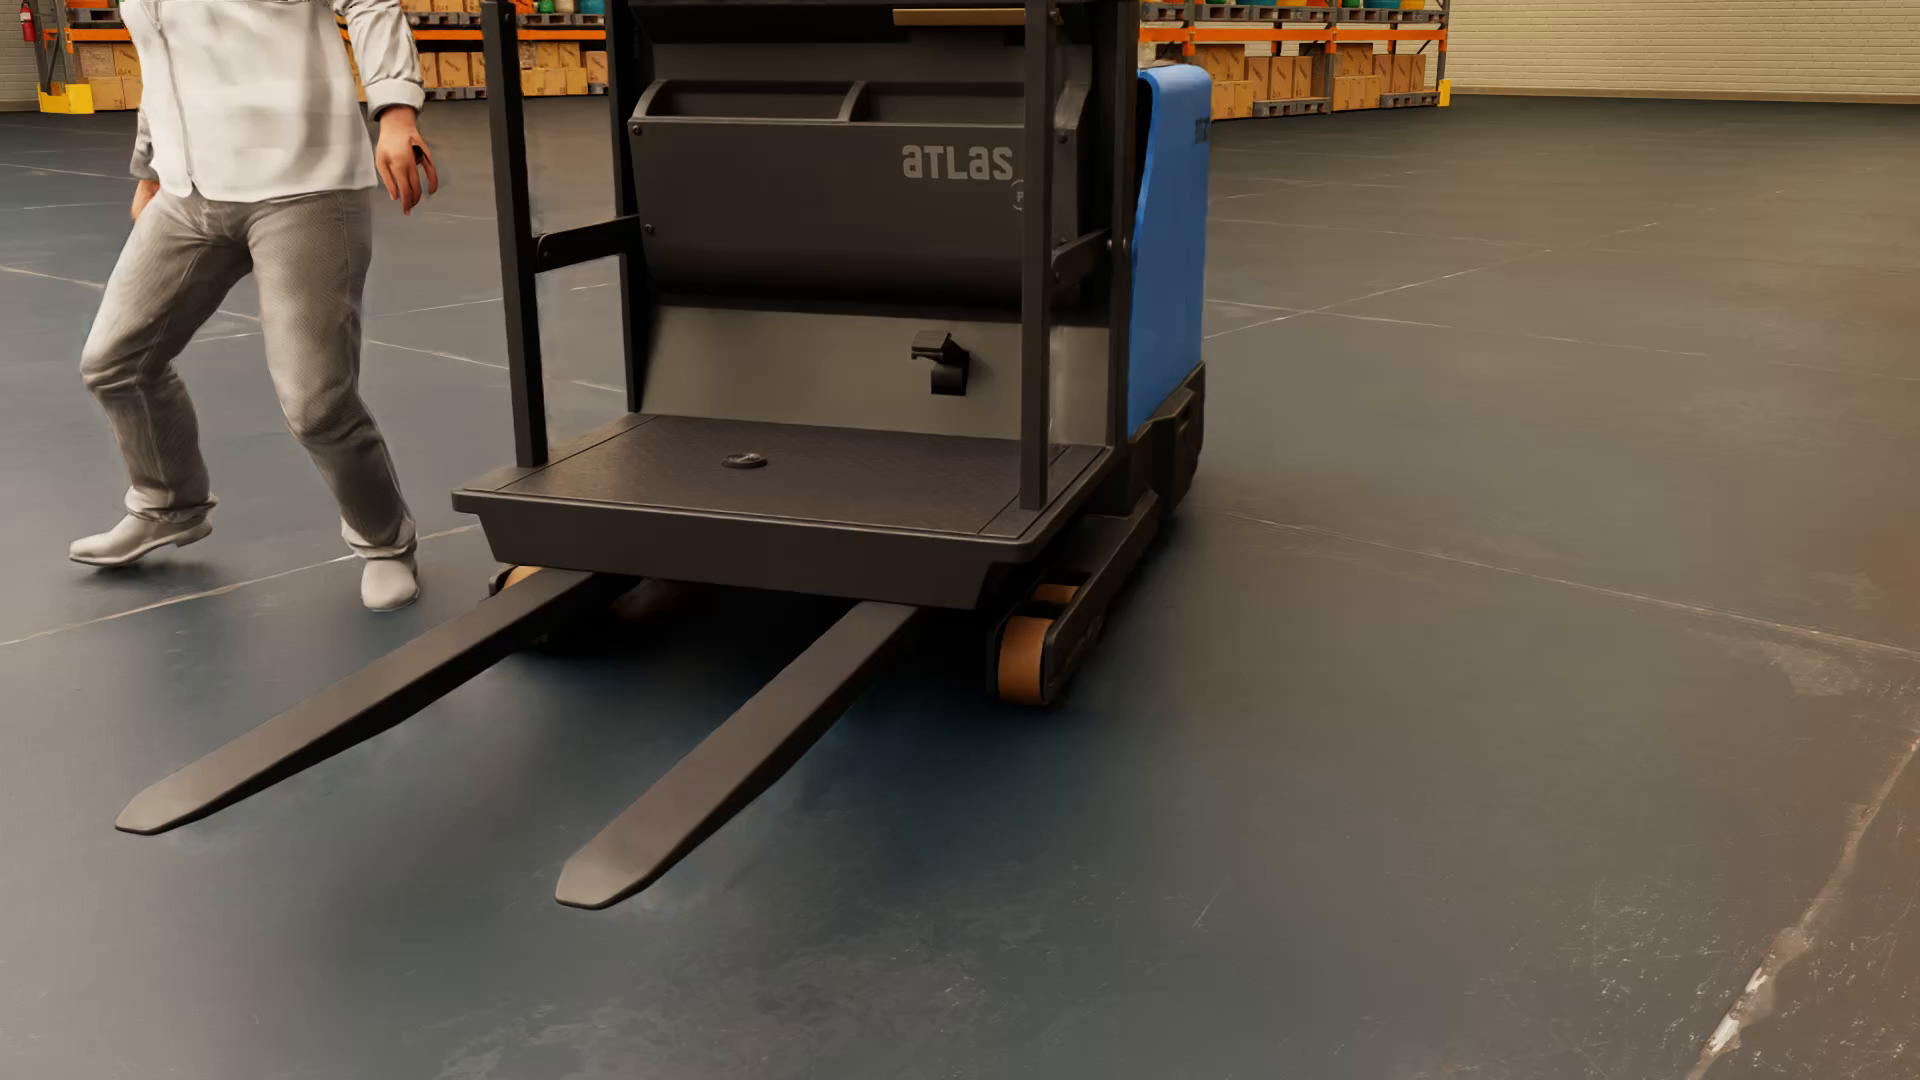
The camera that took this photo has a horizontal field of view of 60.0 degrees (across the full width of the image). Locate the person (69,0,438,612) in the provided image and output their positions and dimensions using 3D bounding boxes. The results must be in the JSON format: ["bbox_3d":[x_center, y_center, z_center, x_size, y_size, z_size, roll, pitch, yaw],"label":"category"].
[{"bbox_3d":[-1.456,-0.687,3.322,1.072,1.711,0.502,8,19,25],"label":"person"}]

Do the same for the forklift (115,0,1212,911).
[{"bbox_3d":[-0.266,-1.232,2.955,1.130,2.935,3.031,5,18,17],"label":"forklift"}]
